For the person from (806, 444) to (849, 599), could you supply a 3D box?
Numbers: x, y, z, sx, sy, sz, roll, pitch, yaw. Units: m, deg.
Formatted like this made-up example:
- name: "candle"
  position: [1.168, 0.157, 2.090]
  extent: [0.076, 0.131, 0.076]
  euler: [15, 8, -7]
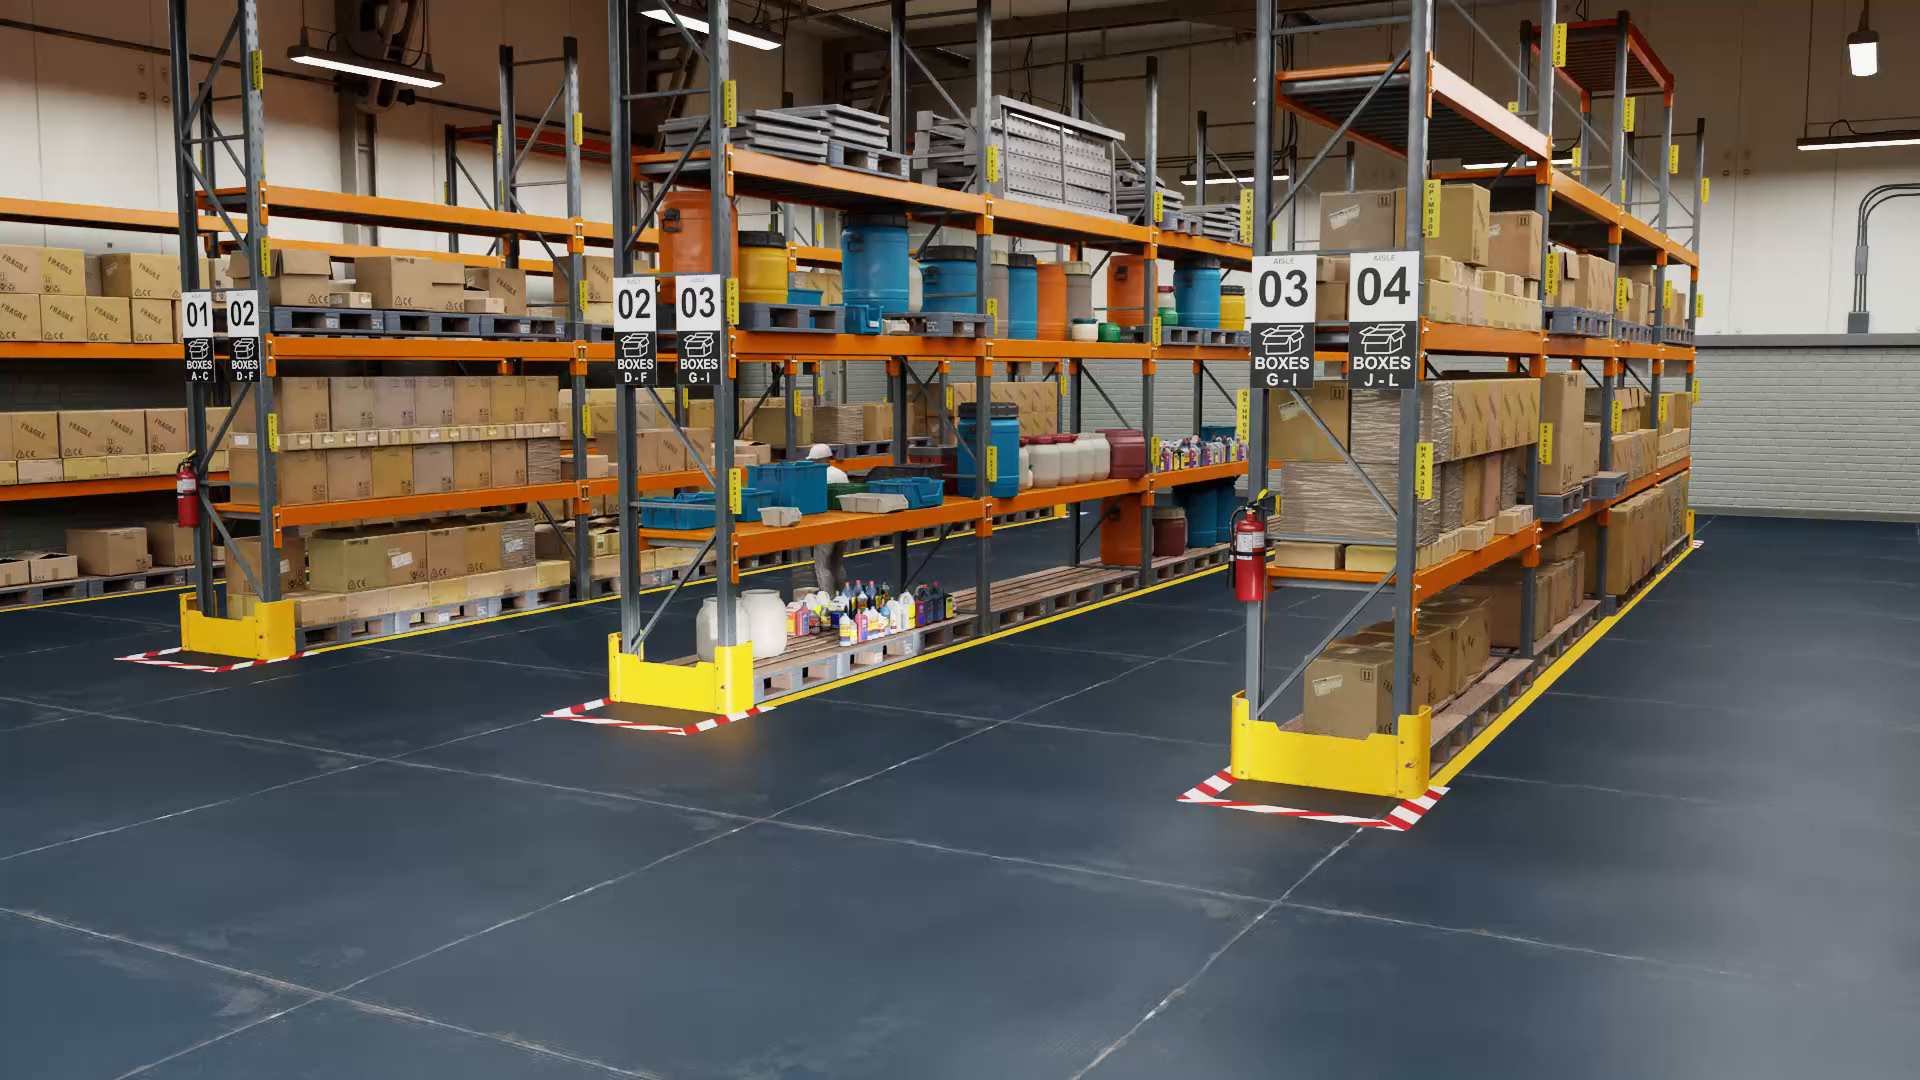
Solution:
- name: "person"
  position: [-1.358, -0.107, 17.092]
  extent: [0.463, 1.759, 0.631]
  euler: [3, 7, 28]
